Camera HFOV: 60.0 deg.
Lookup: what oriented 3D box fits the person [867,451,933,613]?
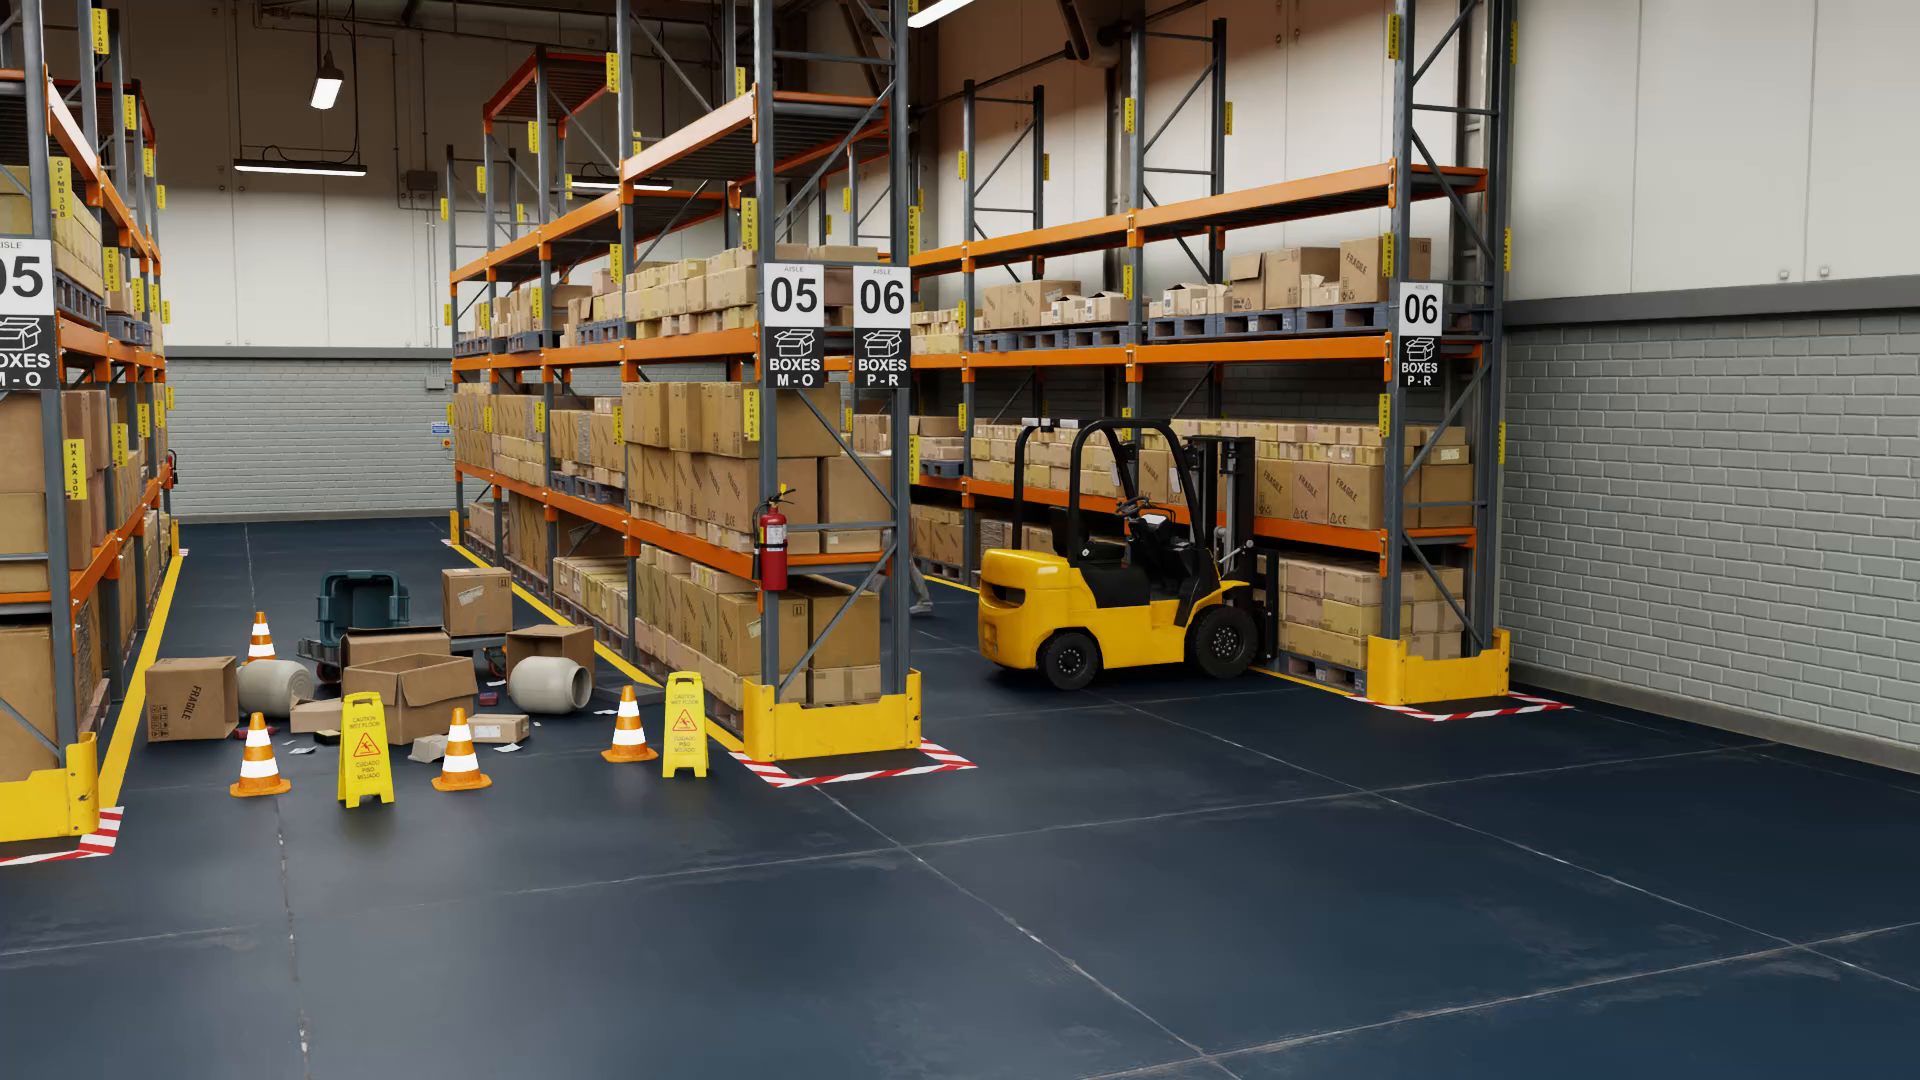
[{"bbox_3d":[-0.755,-0.077,17.352,0.959,1.706,0.603,-1,5,-7],"label":"person"}]
